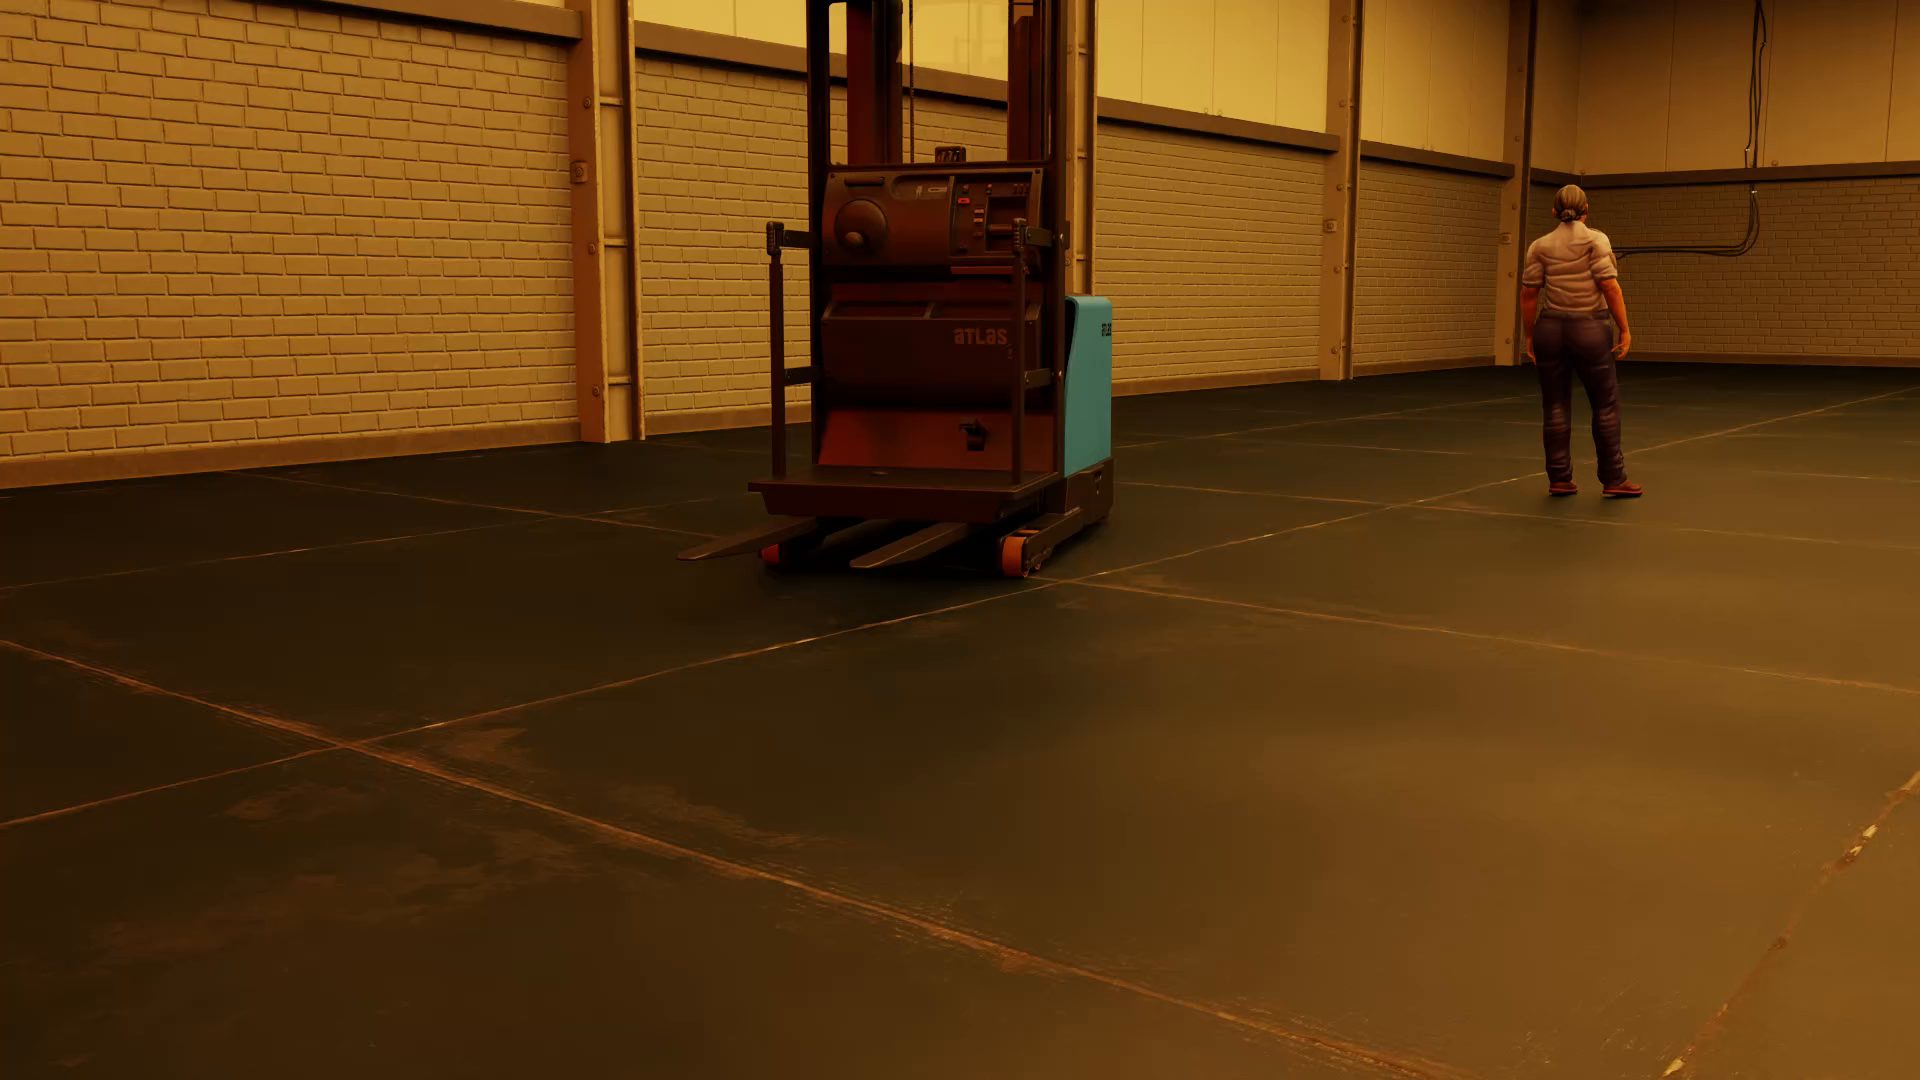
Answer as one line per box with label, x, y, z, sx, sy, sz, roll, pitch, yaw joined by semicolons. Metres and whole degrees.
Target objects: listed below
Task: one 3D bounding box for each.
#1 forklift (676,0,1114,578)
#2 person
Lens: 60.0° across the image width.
forklift;-0.176;-1.366;6.616;1.130;2.935;3.031;3;9;17
person;3.359;-1.070;8.969;0.598;1.651;0.504;7;11;41
